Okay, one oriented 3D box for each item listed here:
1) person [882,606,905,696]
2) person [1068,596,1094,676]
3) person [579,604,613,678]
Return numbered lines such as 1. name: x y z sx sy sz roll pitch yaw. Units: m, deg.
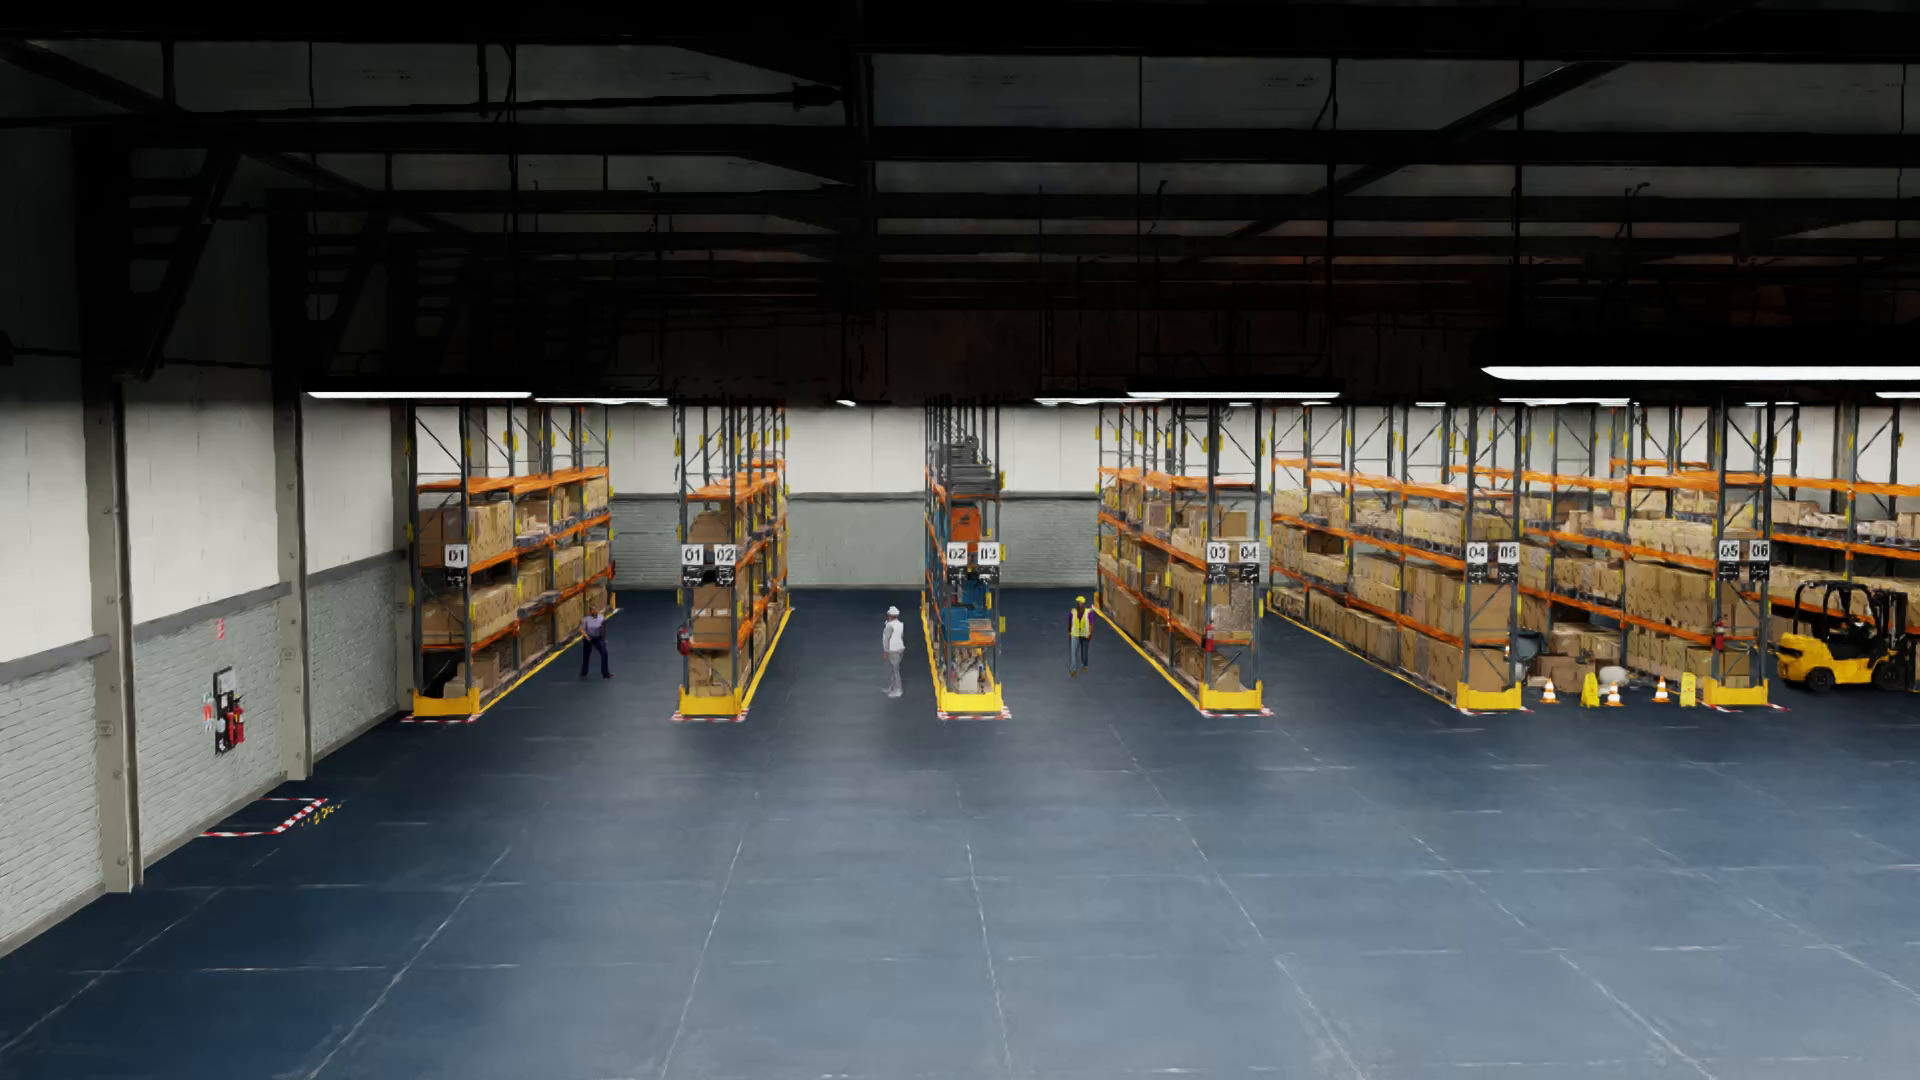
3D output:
1. person: -1.354 2.201 33.201 0.576 1.768 0.626 2 5 25
2. person: 2.598 2.042 35.707 0.570 1.706 1.041 0 5 6
3. person: -7.781 2.135 35.418 0.655 1.564 0.824 -2 5 -20
